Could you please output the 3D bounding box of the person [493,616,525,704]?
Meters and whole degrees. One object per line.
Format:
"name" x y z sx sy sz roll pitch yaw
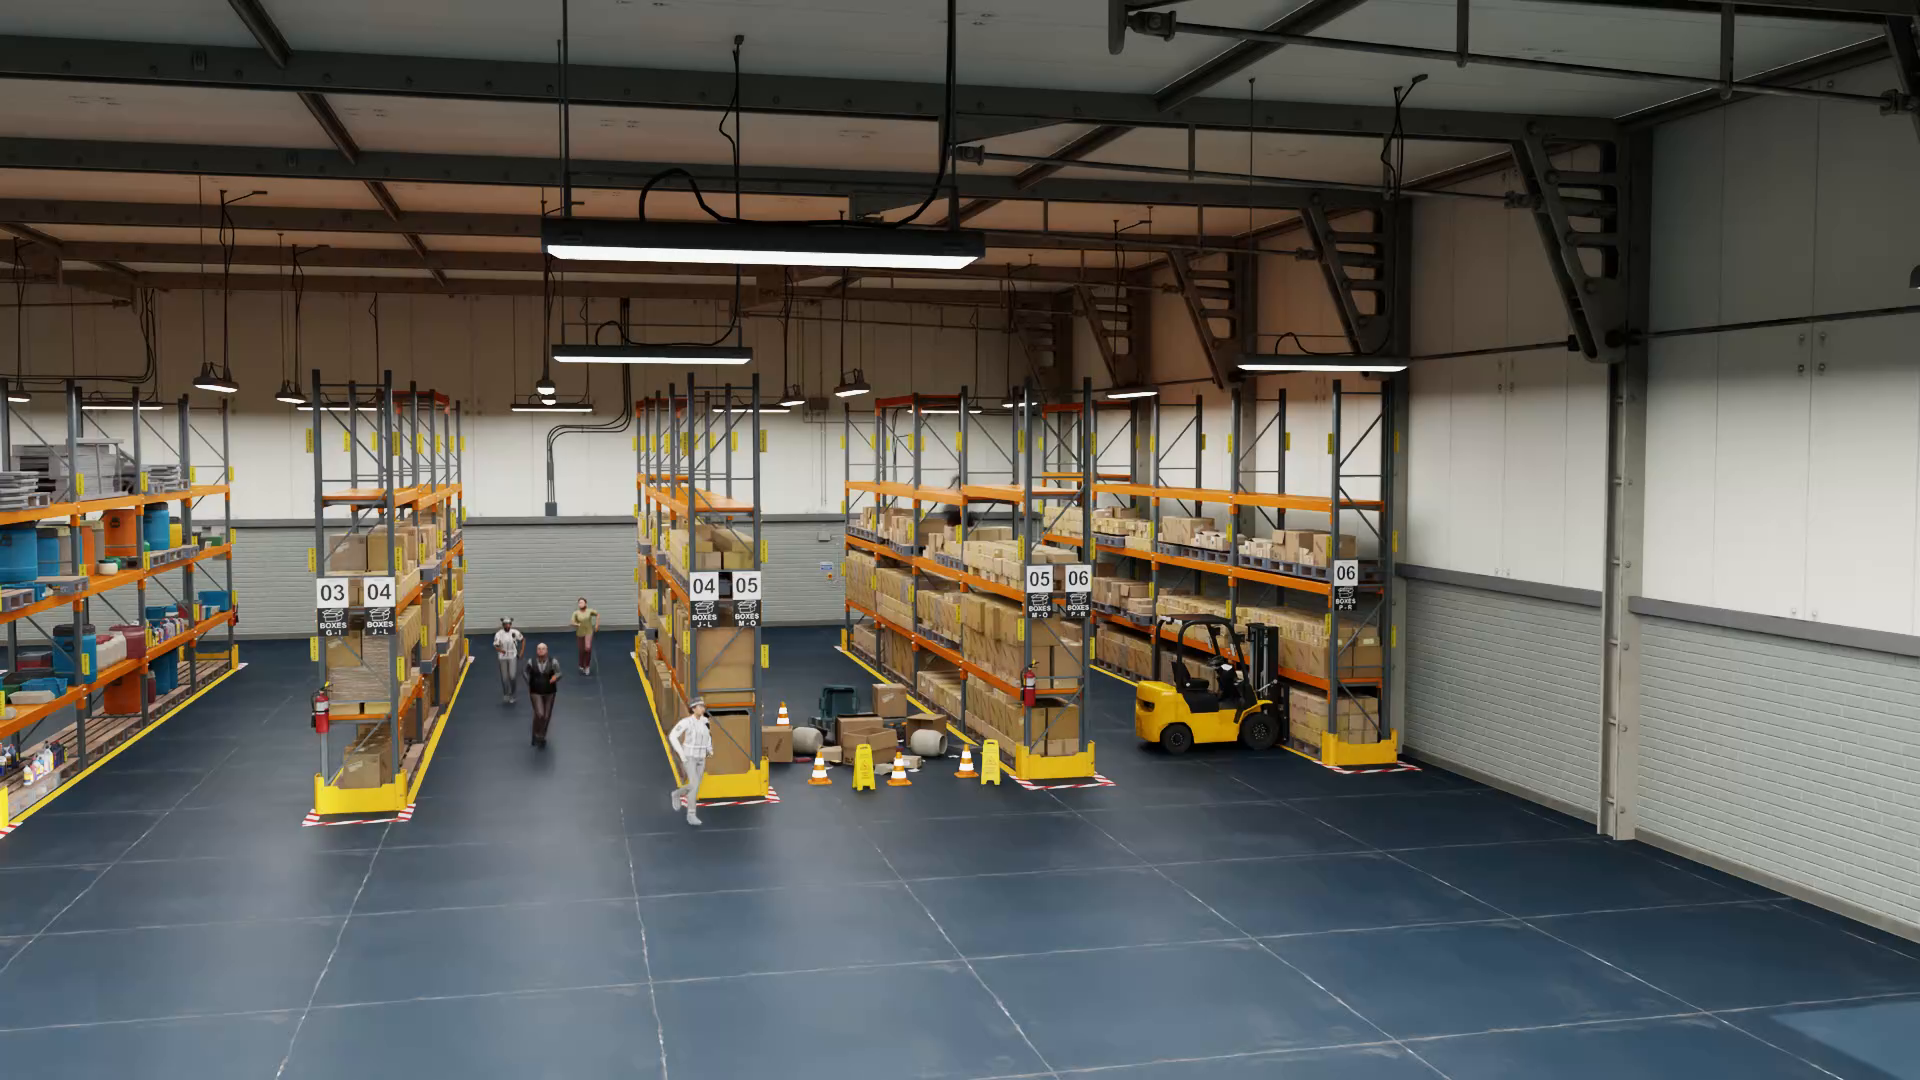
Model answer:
"person" -8.711 2.320 32.114 0.589 1.723 0.687 -1 3 -12

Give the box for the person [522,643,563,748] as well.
"person" -6.877 2.572 27.459 0.631 1.738 0.704 -1 4 -21

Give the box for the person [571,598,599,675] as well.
"person" -8.140 2.083 36.099 0.582 1.672 0.843 0 3 -6

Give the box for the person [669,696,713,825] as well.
"person" -3.575 2.915 22.201 0.732 1.675 0.665 3 5 43
